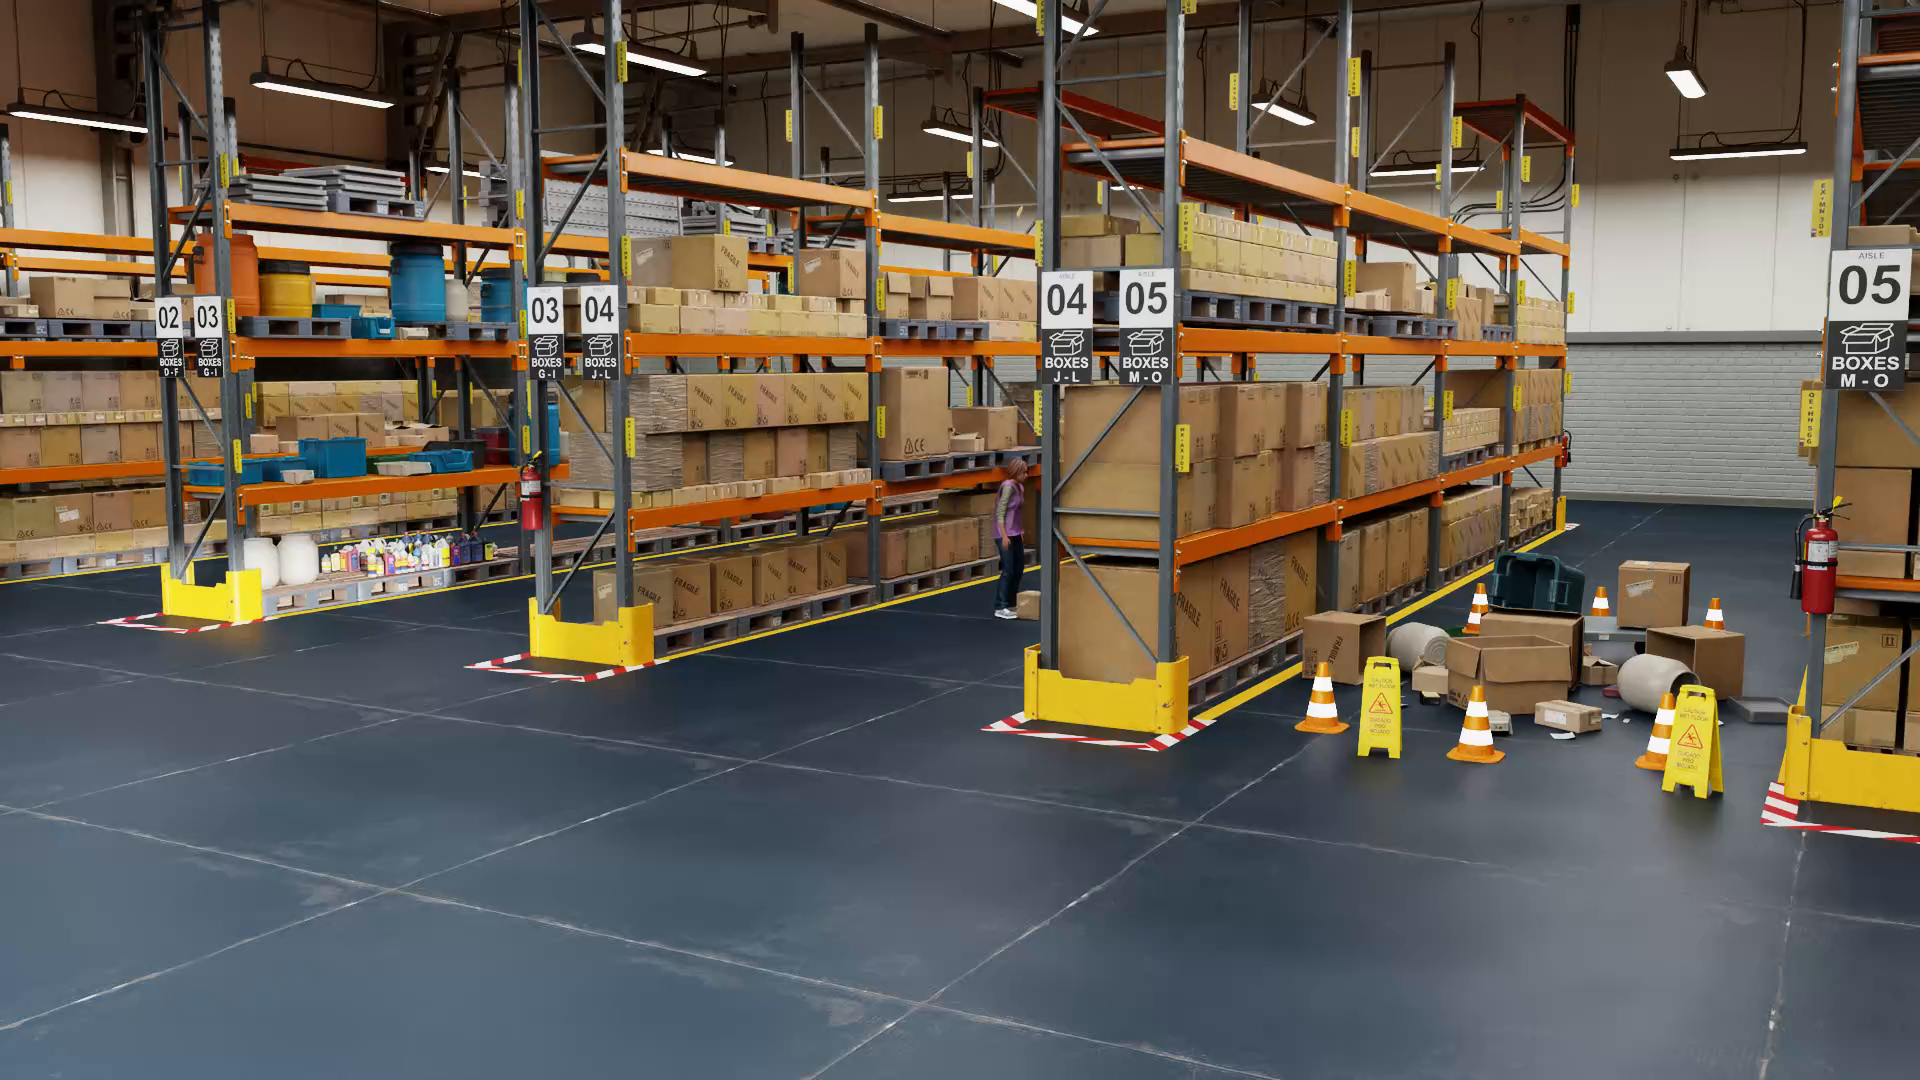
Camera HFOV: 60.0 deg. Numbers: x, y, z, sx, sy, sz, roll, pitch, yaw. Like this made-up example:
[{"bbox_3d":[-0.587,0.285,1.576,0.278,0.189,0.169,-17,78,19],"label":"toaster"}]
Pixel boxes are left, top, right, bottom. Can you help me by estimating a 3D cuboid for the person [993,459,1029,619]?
[{"bbox_3d":[0.515,0.035,16.782,0.348,1.477,0.475,3,7,25],"label":"person"}]
